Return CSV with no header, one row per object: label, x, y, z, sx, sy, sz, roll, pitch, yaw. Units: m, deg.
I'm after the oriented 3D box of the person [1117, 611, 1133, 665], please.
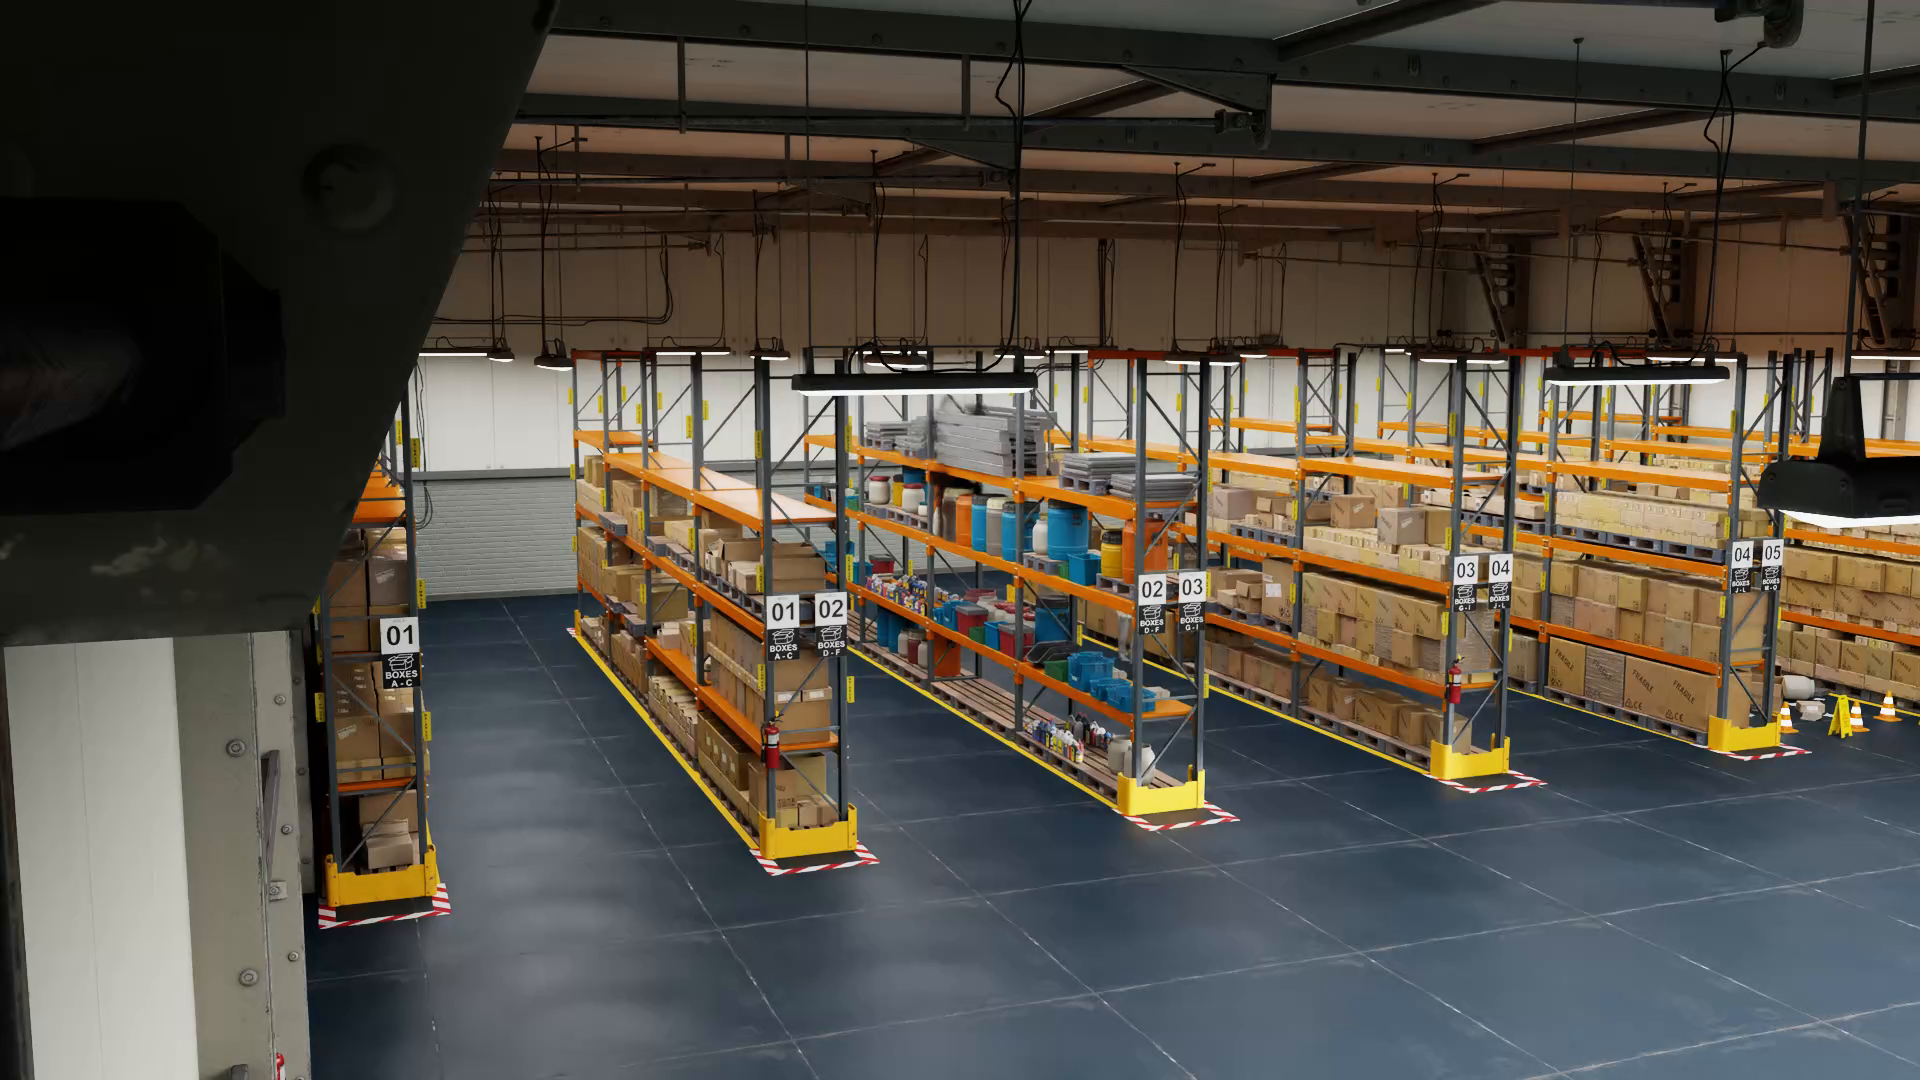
person,3.140,1.466,30.523,0.587,1.732,0.607,-3,8,-23
